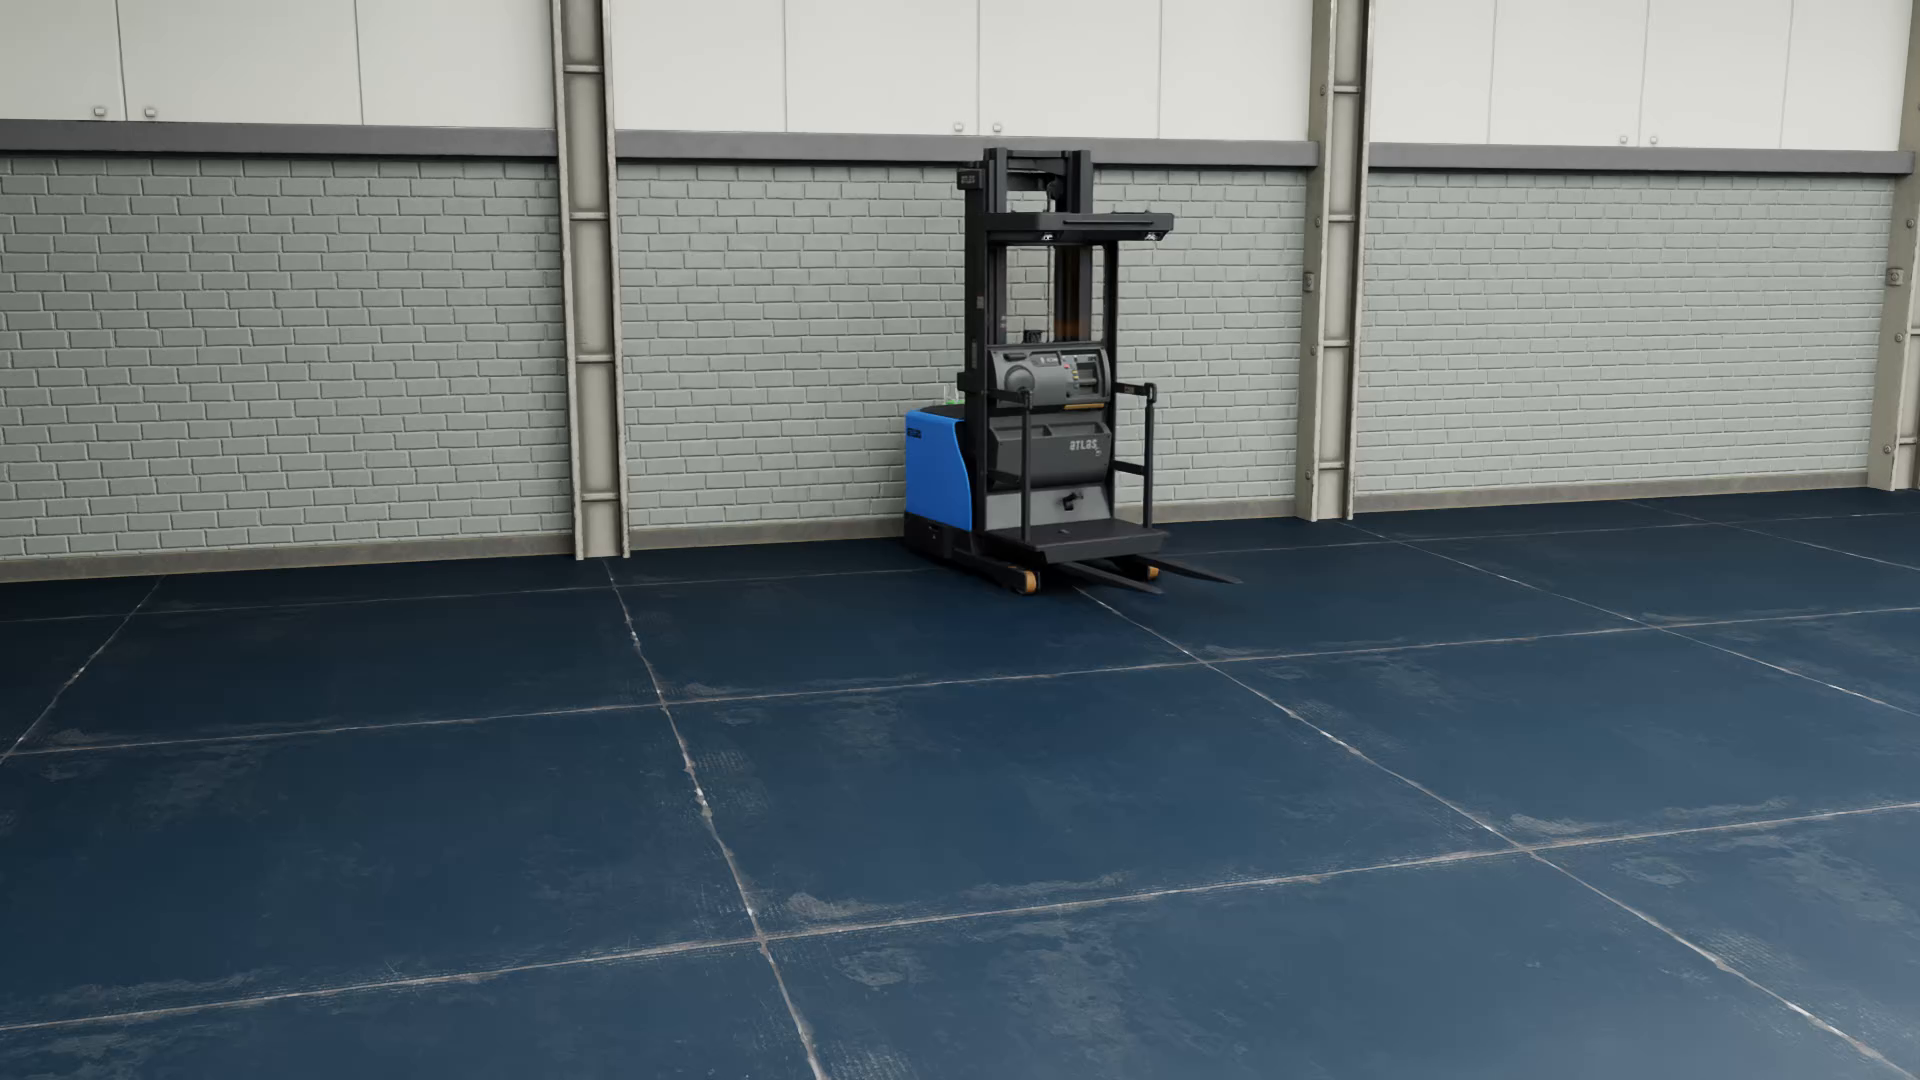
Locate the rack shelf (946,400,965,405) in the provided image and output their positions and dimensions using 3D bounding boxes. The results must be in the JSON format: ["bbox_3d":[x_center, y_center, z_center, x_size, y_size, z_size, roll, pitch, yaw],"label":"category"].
[{"bbox_3d":[0.151,-1.015,12.947,0.480,0.148,0.258,-5,11,-24],"label":"rack shelf"}]

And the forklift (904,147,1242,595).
[{"bbox_3d":[0.736,-1.169,11.303,1.130,2.935,3.031,-6,12,-29],"label":"forklift"}]

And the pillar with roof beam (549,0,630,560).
[{"bbox_3d":[-1.479,-3.566,7.561,0.400,9.000,9.100,-3,11,-16],"label":"pillar with roof beam"}]

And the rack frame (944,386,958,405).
[{"bbox_3d":[-0.071,-0.588,12.922,0.015,1.200,0.240,-5,11,-24],"label":"rack frame"}]

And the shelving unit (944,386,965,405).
[{"bbox_3d":[0.151,-0.606,13.020,0.503,1.200,0.258,-5,11,-24],"label":"shelving unit"}]

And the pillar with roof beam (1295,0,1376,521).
[{"bbox_3d":[4.282,-3.869,9.210,0.400,9.000,9.100,-3,11,-16],"label":"pillar with roof beam"}]

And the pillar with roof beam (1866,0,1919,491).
[{"bbox_3d":[10.043,-4.173,10.860,0.400,9.000,9.100,-3,11,-16],"label":"pillar with roof beam"}]
